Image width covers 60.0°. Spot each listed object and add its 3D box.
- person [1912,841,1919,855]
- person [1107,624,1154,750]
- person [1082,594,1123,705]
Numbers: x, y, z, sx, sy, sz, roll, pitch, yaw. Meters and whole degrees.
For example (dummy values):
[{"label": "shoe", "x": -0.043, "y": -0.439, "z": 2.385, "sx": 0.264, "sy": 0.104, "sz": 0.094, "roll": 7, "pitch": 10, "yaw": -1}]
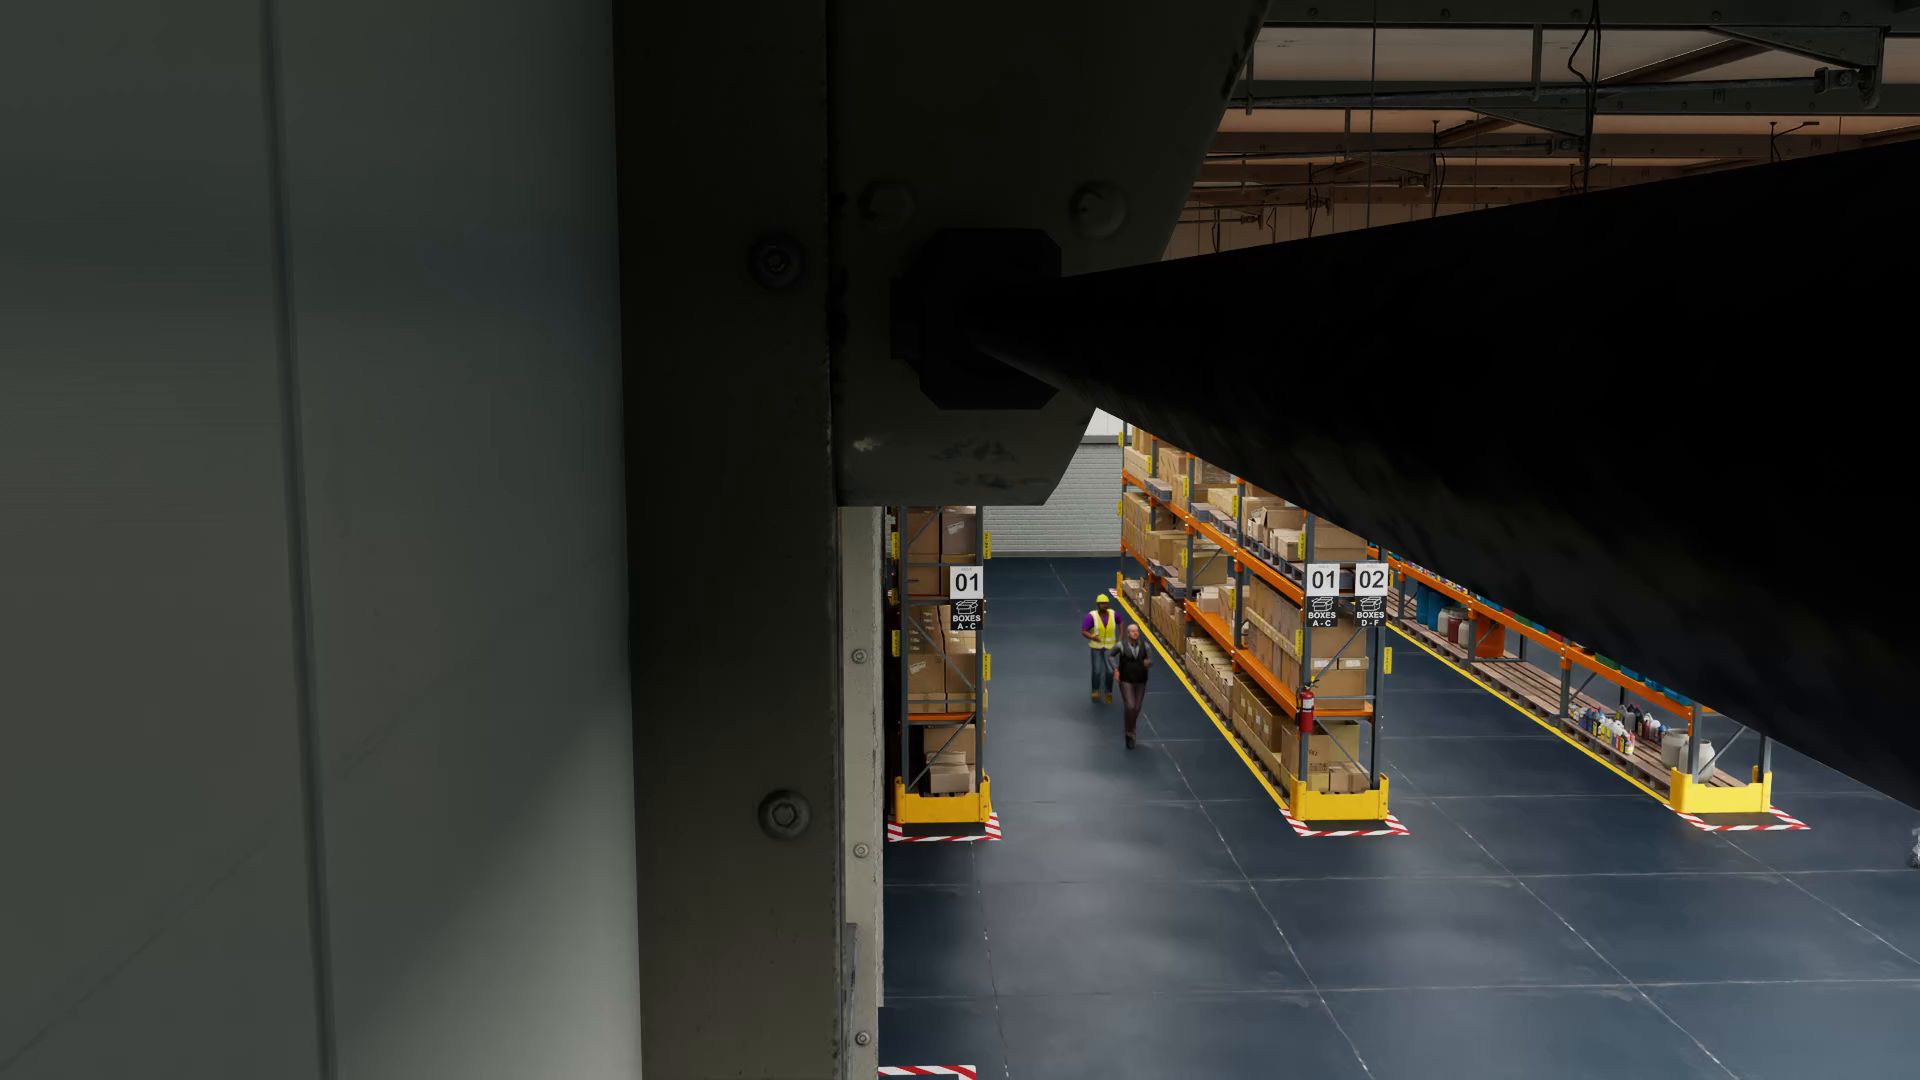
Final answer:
[{"label": "person", "x": 11.218, "y": 2.861, "z": 18.565, "sx": 0.929, "sy": 1.823, "sz": 0.712, "roll": 4, "pitch": 9, "yaw": 28}, {"label": "person", "x": 2.494, "y": 2.098, "z": 24.041, "sx": 0.641, "sy": 1.784, "sz": 0.728, "roll": -2, "pitch": 8, "yaw": -13}, {"label": "person", "x": 2.291, "y": 1.760, "z": 26.531, "sx": 0.721, "sy": 1.821, "sz": 0.729, "roll": -1, "pitch": 8, "yaw": -6}]
